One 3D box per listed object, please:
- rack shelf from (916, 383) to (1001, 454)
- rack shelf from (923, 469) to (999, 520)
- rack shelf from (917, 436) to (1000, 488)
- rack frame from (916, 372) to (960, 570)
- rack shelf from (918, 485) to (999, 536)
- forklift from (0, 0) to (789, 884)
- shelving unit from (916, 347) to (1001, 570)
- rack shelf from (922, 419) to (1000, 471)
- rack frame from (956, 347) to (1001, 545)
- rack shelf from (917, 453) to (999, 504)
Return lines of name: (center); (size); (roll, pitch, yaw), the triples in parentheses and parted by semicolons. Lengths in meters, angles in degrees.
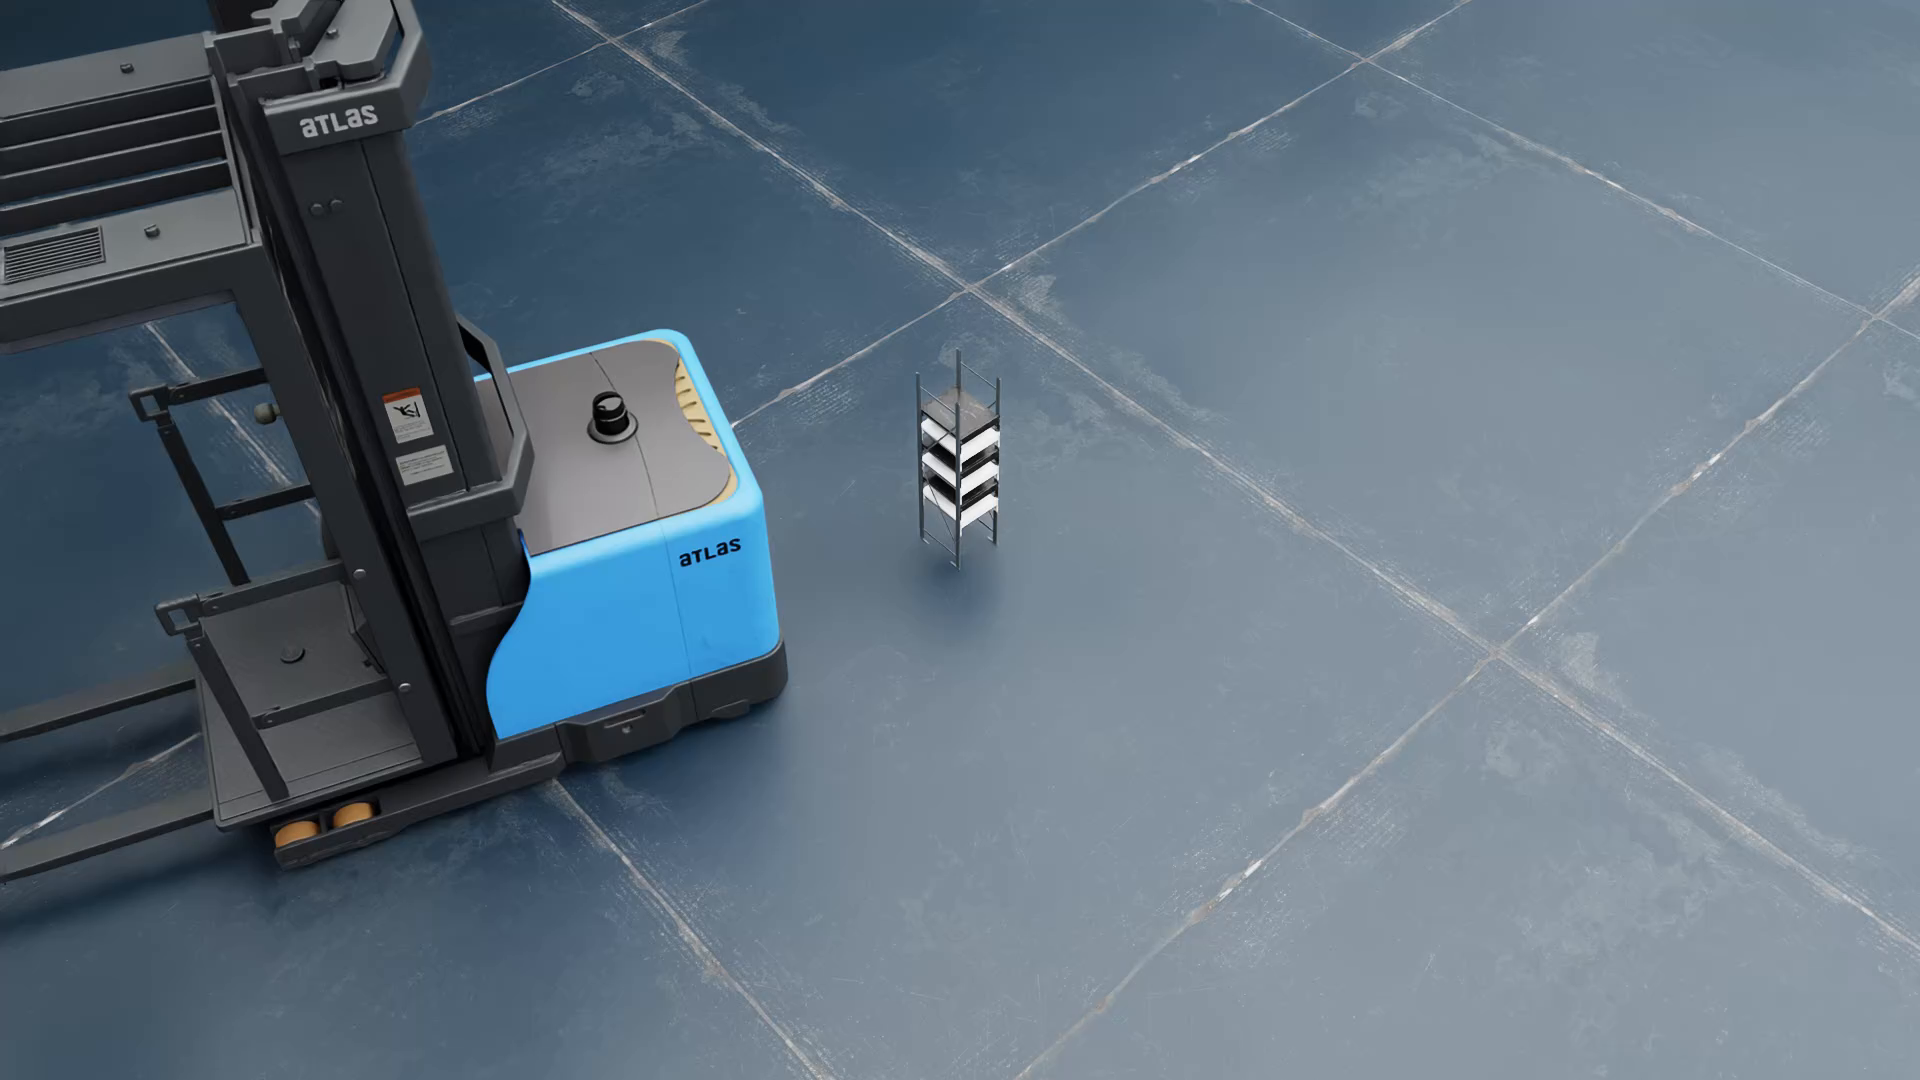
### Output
rack shelf: (-0.006, -0.462, 6.295); (0.200, 0.077, 0.258); (-34, 56, -27)
rack shelf: (-0.006, -0.218, 6.559); (0.200, 0.077, 0.258); (-34, 56, -27)
rack shelf: (-0.006, -0.340, 6.427); (0.200, 0.077, 0.258); (-34, 56, -27)
rack frame: (-0.081, -0.251, 6.422); (0.006, 0.900, 0.240); (-34, 56, -27)
rack shelf: (-0.006, -0.156, 6.626); (0.200, 0.077, 0.258); (-34, 56, -27)
forklift: (-2.209, -0.309, 5.094); (3.031, 2.935, 1.130); (-17, 50, -15)
shelving unit: (-0.006, -0.301, 6.469); (0.210, 0.900, 0.258); (-34, 56, -27)
rack shelf: (-0.006, -0.401, 6.361); (0.200, 0.077, 0.258); (-34, 56, -27)
rack frame: (0.069, -0.351, 6.515); (0.006, 0.900, 0.240); (-34, 56, -27)
rack shelf: (-0.006, -0.279, 6.493); (0.200, 0.077, 0.258); (-34, 56, -27)
